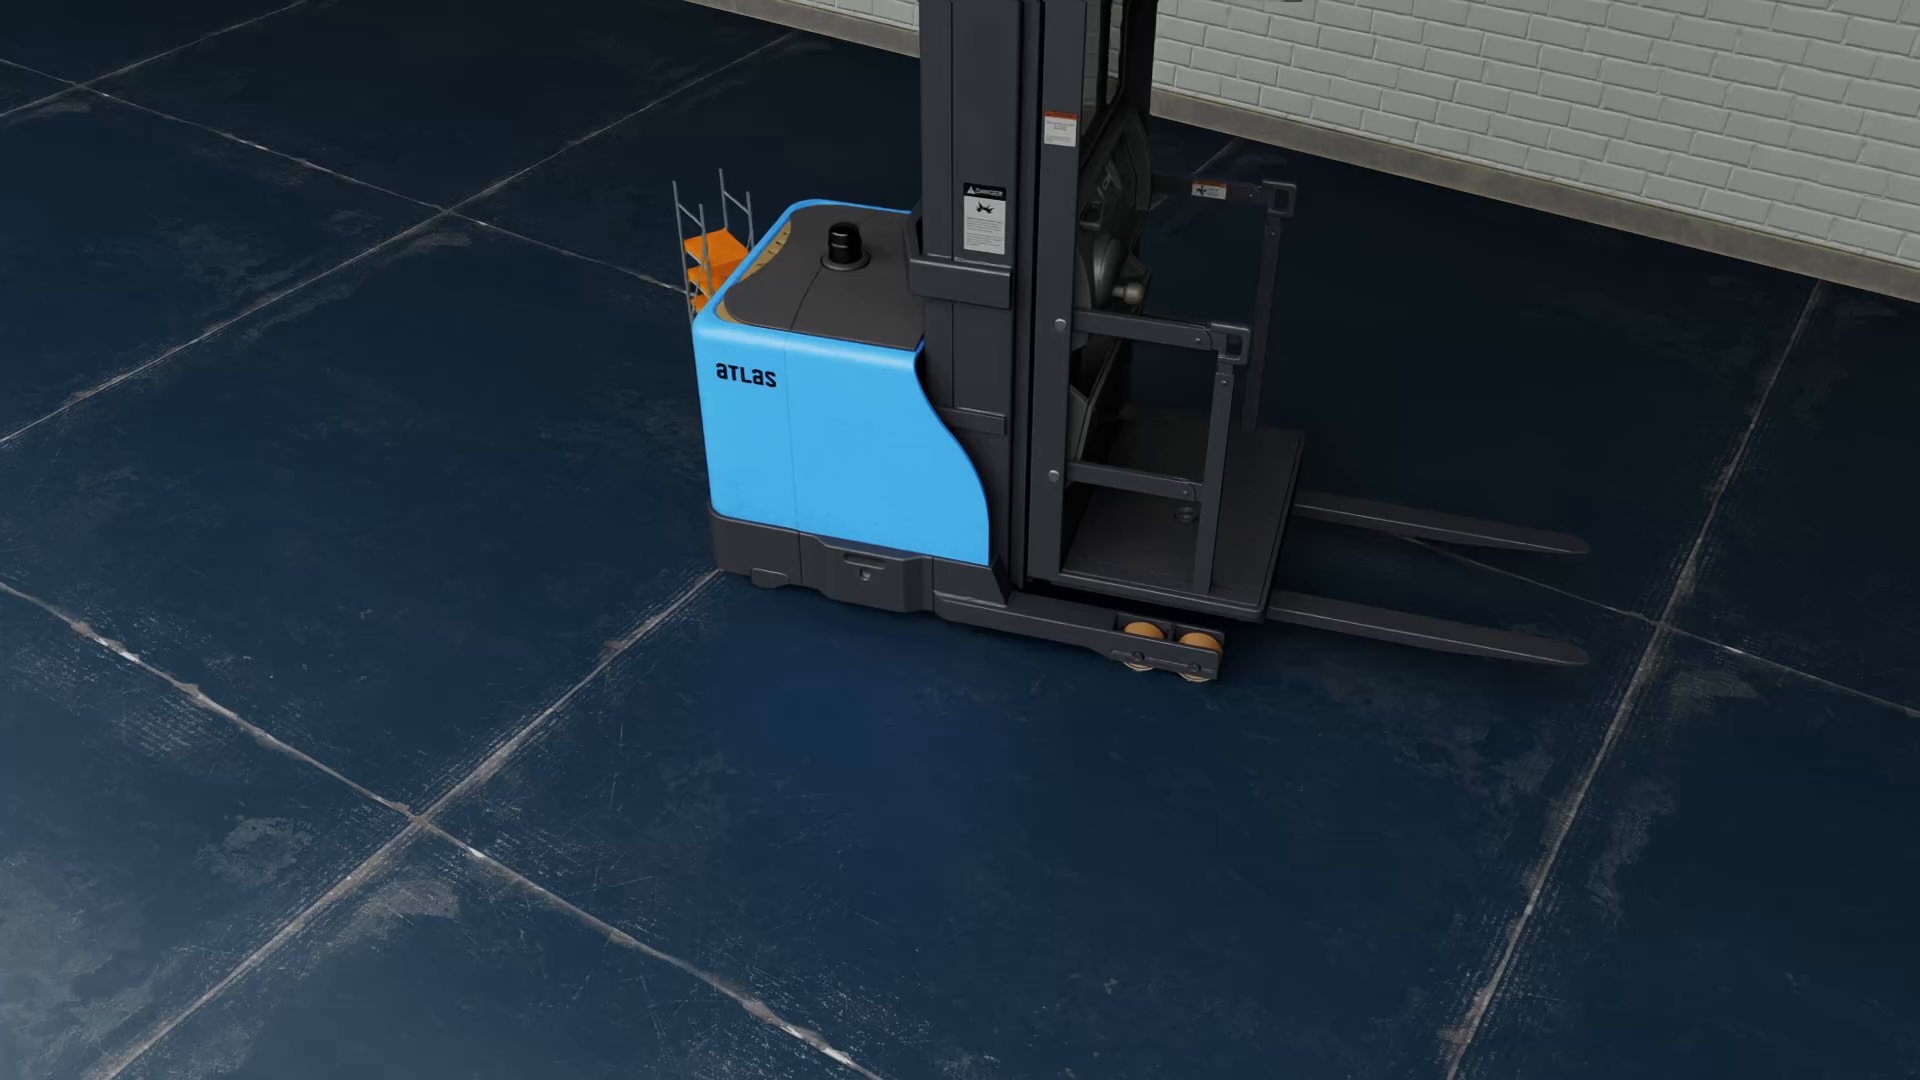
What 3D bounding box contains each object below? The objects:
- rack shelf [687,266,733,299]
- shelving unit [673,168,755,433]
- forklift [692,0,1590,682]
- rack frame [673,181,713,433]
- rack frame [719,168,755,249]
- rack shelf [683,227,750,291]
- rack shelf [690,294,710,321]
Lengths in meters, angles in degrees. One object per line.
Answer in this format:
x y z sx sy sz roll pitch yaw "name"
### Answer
-0.882 -0.936 6.159 0.180 0.103 0.258 -21 42 -25 "rack shelf"
-0.881 -0.781 6.279 0.189 1.200 0.258 -21 42 -25 "shelving unit"
0.677 -1.045 5.205 3.031 2.935 1.130 10 39 13 "forklift"
-0.958 -0.751 6.240 0.006 1.200 0.240 -21 42 -25 "rack frame"
-0.803 -0.811 6.317 0.006 1.200 0.240 -21 42 -25 "rack frame"
-0.883 -1.030 6.086 0.180 0.103 0.258 -21 42 -25 "rack shelf"
-0.881 -0.841 6.233 0.180 0.103 0.258 -21 42 -25 "rack shelf"
